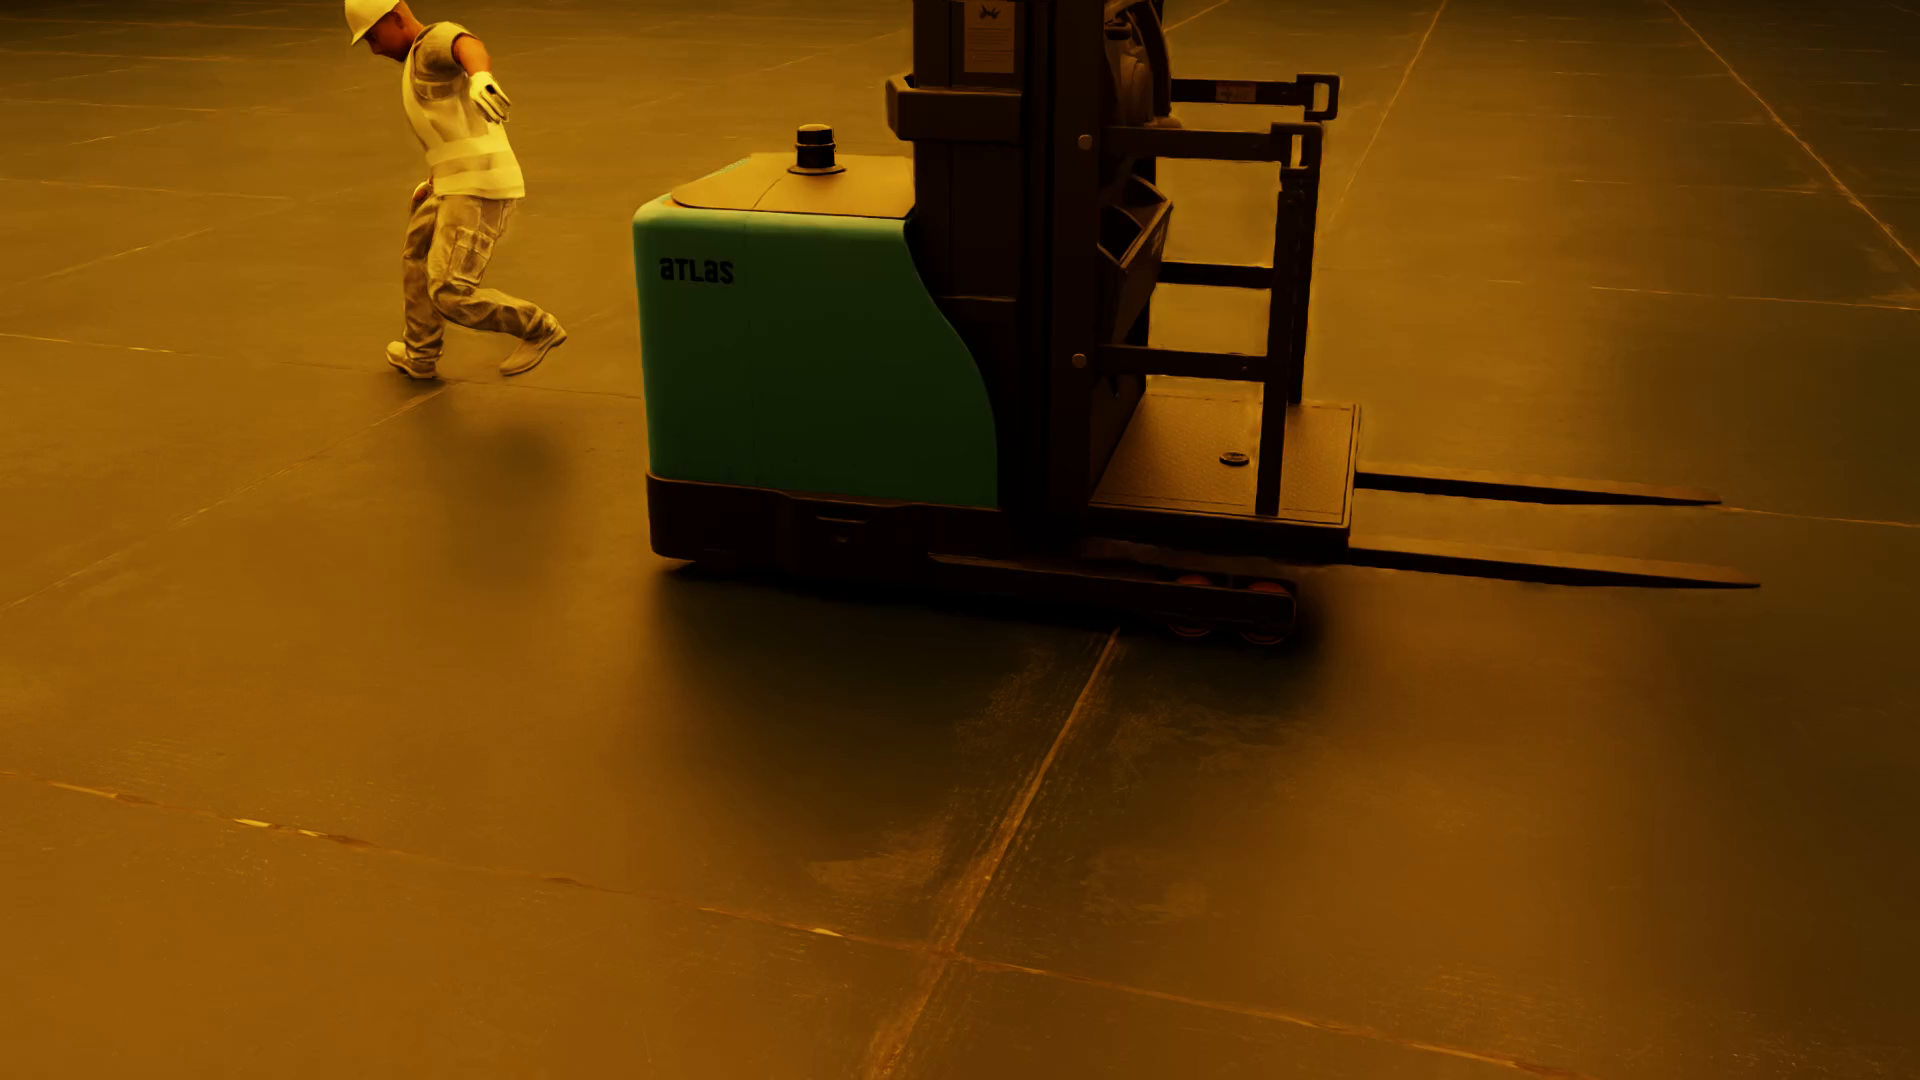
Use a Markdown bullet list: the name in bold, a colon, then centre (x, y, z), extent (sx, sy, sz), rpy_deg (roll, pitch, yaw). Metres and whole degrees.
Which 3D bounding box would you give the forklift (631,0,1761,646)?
- **forklift**: centre (0.664, -1.298, 4.423), extent (3.031, 2.935, 1.130), rpy_deg (5, 23, 13)

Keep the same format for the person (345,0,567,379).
- **person**: centre (-1.896, -1.280, 6.237), extent (0.727, 1.533, 1.240), rpy_deg (-5, 23, -13)
